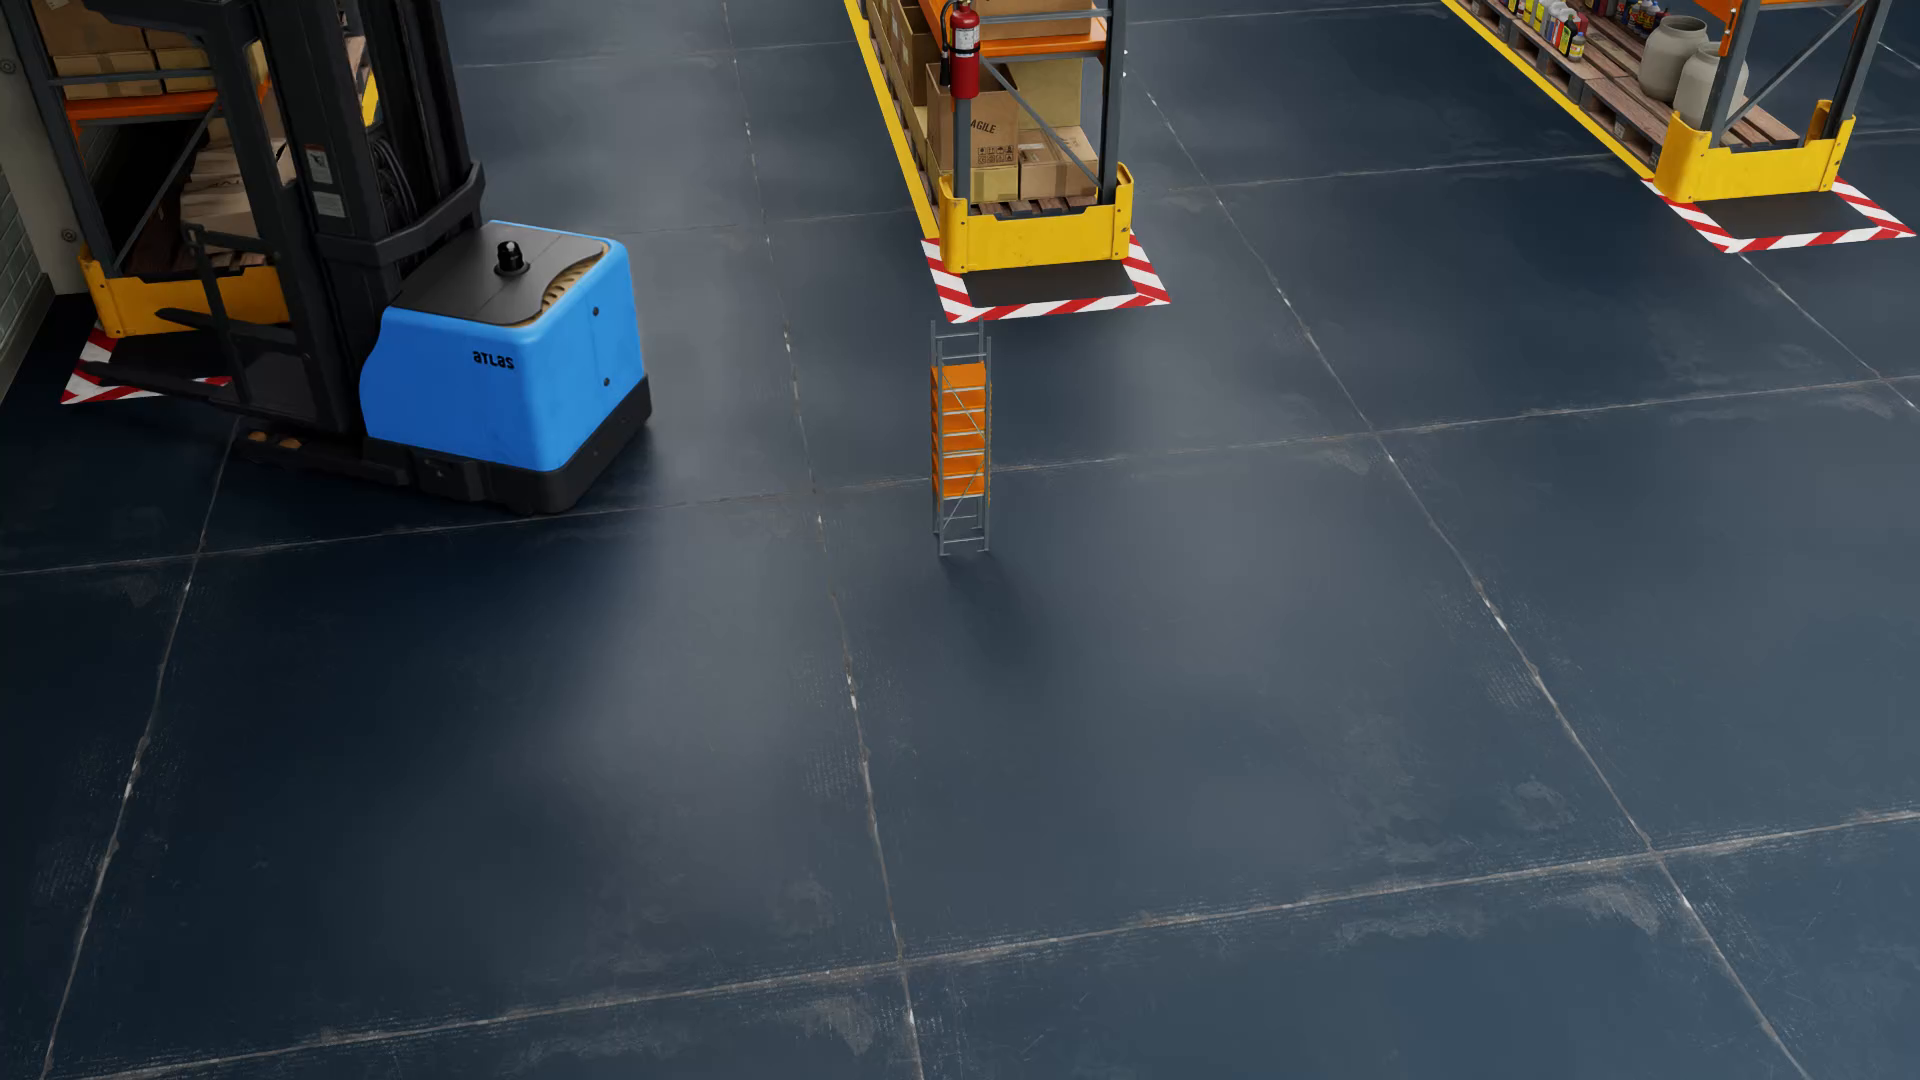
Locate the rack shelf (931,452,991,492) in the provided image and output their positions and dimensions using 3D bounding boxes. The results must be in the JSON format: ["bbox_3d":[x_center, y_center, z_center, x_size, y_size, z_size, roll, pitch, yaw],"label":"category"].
[{"bbox_3d":[0.003,-0.335,7.871,0.258,0.103,0.180,-6,38,-8],"label":"rack shelf"}]

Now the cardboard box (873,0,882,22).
[{"bbox_3d":[-0.371,-4.183,12.377,0.500,0.500,0.500,-6,38,-8],"label":"cardboard box"}]

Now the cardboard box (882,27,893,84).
[{"bbox_3d":[-0.291,-3.584,12.217,0.500,0.250,0.500,-6,38,-8],"label":"cardboard box"}]

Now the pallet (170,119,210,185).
[{"bbox_3d":[-4.746,-2.645,11.383,1.003,0.211,1.213,-6,38,-8],"label":"pallet"}]

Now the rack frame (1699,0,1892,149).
[{"bbox_3d":[5.339,-3.536,10.257,1.000,3.000,0.127,-6,38,-8],"label":"rack frame"}]

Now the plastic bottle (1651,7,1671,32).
[{"bbox_3d":[5.306,-3.905,12.586,0.061,0.283,0.133,-6,38,-7],"label":"plastic bottle"}]

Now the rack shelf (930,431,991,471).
[{"bbox_3d":[0.003,-0.430,7.798,0.258,0.103,0.180,-6,38,-8],"label":"rack shelf"}]

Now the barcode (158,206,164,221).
[{"bbox_3d":[-4.844,-1.982,10.081,0.001,0.075,0.075,-6,38,-8],"label":"barcode"}]

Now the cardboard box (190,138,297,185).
[{"bbox_3d":[-4.547,-2.354,10.569,0.500,0.311,0.500,-3,38,-4],"label":"cardboard box"}]

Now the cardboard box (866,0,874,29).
[{"bbox_3d":[-0.457,-4.189,12.996,0.500,0.250,0.500,-6,38,-8],"label":"cardboard box"}]

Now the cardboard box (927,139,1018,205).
[{"bbox_3d":[0.077,-2.378,10.665,0.500,0.250,0.500,-6,38,-8],"label":"cardboard box"}]

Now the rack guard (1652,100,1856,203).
[{"bbox_3d":[5.279,-2.590,11.076,1.175,0.500,0.348,-6,38,-8],"label":"rack guard"}]

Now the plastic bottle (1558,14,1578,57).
[{"bbox_3d":[4.547,-3.768,12.410,0.061,0.283,0.133,-5,38,-7],"label":"plastic bottle"}]

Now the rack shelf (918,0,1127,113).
[{"bbox_3d":[0.111,-3.930,11.349,1.077,0.370,4.000,-6,38,-8],"label":"rack shelf"}]

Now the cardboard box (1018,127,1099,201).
[{"bbox_3d":[0.587,-2.433,10.736,0.500,0.250,0.500,-6,38,-8],"label":"cardboard box"}]

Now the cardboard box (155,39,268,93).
[{"bbox_3d":[-4.187,-2.748,9.348,0.500,0.250,0.500,-7,38,-9],"label":"cardboard box"}]

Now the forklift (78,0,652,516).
[{"bbox_3d":[-3.225,-1.813,8.094,3.031,2.935,1.130,11,39,14],"label":"forklift"}]

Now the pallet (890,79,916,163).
[{"bbox_3d":[0.076,-3.097,11.964,1.003,0.211,1.213,-6,38,-8],"label":"pallet"}]

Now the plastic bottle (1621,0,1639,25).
[{"bbox_3d":[5.215,-4.151,12.913,0.097,0.271,0.097,0,38,0],"label":"plastic bottle"}]

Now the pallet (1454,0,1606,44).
[{"bbox_3d":[4.715,-4.441,13.694,1.003,0.211,1.213,-6,38,-8],"label":"pallet"}]

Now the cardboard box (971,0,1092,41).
[{"bbox_3d":[0.393,-3.328,9.908,0.700,0.500,0.500,-6,38,-8],"label":"cardboard box"}]

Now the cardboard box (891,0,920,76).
[{"bbox_3d":[-0.201,-3.578,11.599,0.500,0.500,0.500,-6,38,-8],"label":"cardboard box"}]

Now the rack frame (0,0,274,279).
[{"bbox_3d":[-4.415,-2.471,8.885,1.000,3.000,0.127,-6,38,-8],"label":"rack frame"}]

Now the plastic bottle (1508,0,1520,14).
[{"bbox_3d":[4.392,-4.303,13.099,0.061,0.283,0.133,-5,38,-6],"label":"plastic bottle"}]

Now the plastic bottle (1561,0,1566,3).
[{"bbox_3d":[4.620,-4.178,12.945,0.152,0.276,0.135,-6,38,-8],"label":"plastic bottle"}]

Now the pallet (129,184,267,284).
[{"bbox_3d":[-4.535,-1.910,10.436,1.003,0.211,1.213,-6,38,-8],"label":"pallet"}]

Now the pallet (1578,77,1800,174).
[{"bbox_3d":[5.142,-2.967,11.797,1.003,0.211,1.213,-6,38,-8],"label":"pallet"}]

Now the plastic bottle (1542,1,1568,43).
[{"bbox_3d":[4.544,-3.935,12.632,0.152,0.276,0.135,-7,38,-9],"label":"plastic bottle"}]

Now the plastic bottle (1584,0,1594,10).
[{"bbox_3d":[5.028,-4.358,13.170,0.061,0.283,0.133,-6,38,-8],"label":"plastic bottle"}]

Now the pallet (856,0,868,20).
[{"bbox_3d":[-0.407,-4.761,14.106,1.003,0.211,1.213,-6,38,-8],"label":"pallet"}]

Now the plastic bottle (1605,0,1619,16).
[{"bbox_3d":[5.149,-4.283,13.079,0.152,0.276,0.135,-6,38,-7],"label":"plastic bottle"}]

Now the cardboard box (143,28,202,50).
[{"bbox_3d":[-4.202,-3.036,9.108,0.500,0.500,0.500,-6,38,-8],"label":"cardboard box"}]

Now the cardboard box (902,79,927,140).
[{"bbox_3d":[-0.112,-2.980,11.440,0.500,0.250,0.500,-6,38,-8],"label":"cardboard box"}]

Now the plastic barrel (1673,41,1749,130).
[{"bbox_3d":[5.148,-3.109,11.392,0.421,0.512,0.421,0,38,0],"label":"plastic barrel"}]

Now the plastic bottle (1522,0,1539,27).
[{"bbox_3d":[4.478,-4.177,12.882,0.144,0.351,0.185,-7,38,-8],"label":"plastic bottle"}]

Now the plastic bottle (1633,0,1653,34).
[{"bbox_3d":[5.250,-4.029,12.756,0.097,0.271,0.097,0,38,0],"label":"plastic bottle"}]

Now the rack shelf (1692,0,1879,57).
[{"bbox_3d":[4.988,-4.460,12.032,1.077,0.370,4.000,-6,38,-8],"label":"rack shelf"}]

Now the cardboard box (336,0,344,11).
[{"bbox_3d":[-5.261,-4.516,13.197,0.700,0.500,0.500,-5,38,-6],"label":"cardboard box"}]

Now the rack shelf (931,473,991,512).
[{"bbox_3d":[0.003,-0.240,7.945,0.258,0.103,0.180,-6,38,-8],"label":"rack shelf"}]

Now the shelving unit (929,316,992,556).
[{"bbox_3d":[0.003,-0.465,7.771,0.258,1.200,0.189,-6,38,-8],"label":"shelving unit"}]

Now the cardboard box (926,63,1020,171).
[{"bbox_3d":[0.075,-2.674,10.434,0.500,0.500,0.500,-6,38,-8],"label":"cardboard box"}]

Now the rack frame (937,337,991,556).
[{"bbox_3d":[0.019,-0.410,7.699,0.240,1.200,0.006,-6,38,-8],"label":"rack frame"}]
